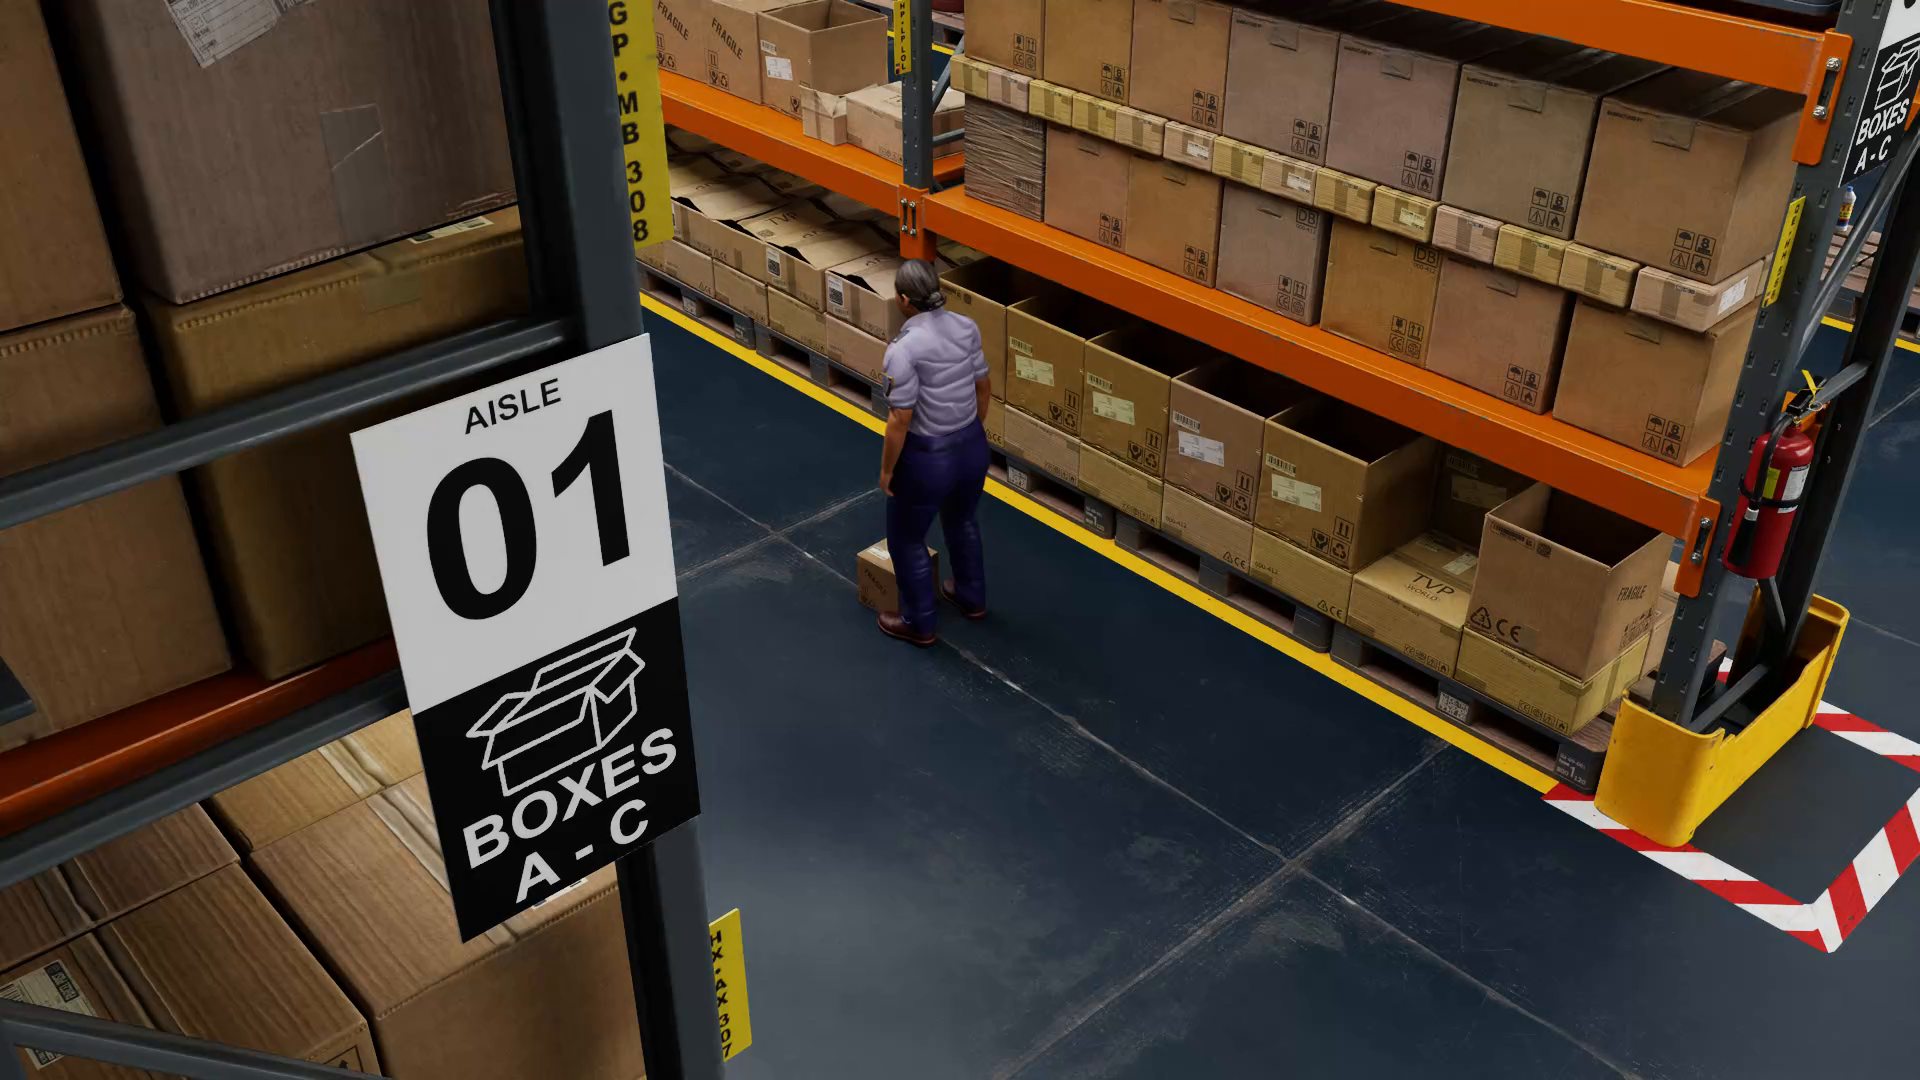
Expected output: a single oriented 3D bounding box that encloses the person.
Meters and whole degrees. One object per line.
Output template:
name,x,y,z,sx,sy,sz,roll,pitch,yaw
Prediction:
person,-0.100,-0.336,6.696,0.537,1.637,0.373,-25,40,-35
